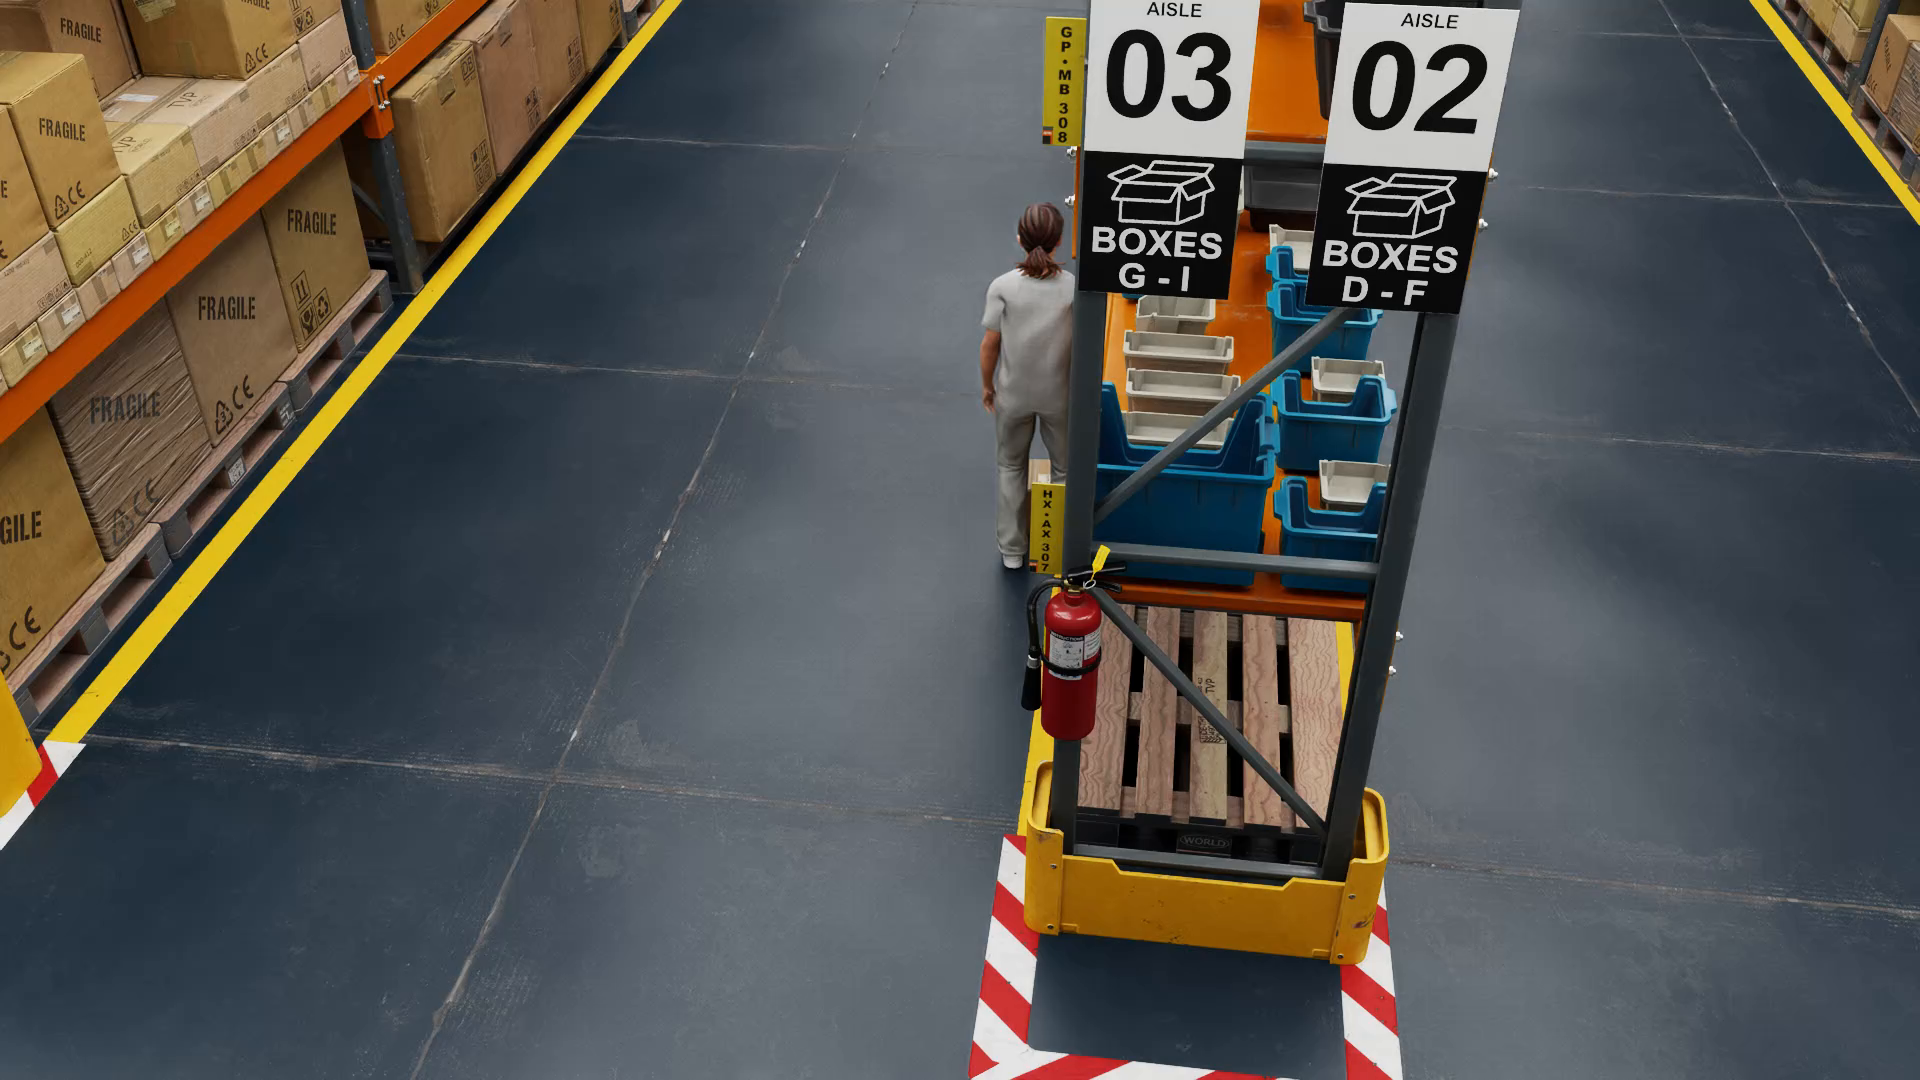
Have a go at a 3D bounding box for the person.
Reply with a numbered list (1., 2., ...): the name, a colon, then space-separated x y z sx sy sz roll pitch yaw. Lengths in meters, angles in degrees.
1. person: 0.333 -0.609 6.979 0.492 1.673 0.353 4 36 6
